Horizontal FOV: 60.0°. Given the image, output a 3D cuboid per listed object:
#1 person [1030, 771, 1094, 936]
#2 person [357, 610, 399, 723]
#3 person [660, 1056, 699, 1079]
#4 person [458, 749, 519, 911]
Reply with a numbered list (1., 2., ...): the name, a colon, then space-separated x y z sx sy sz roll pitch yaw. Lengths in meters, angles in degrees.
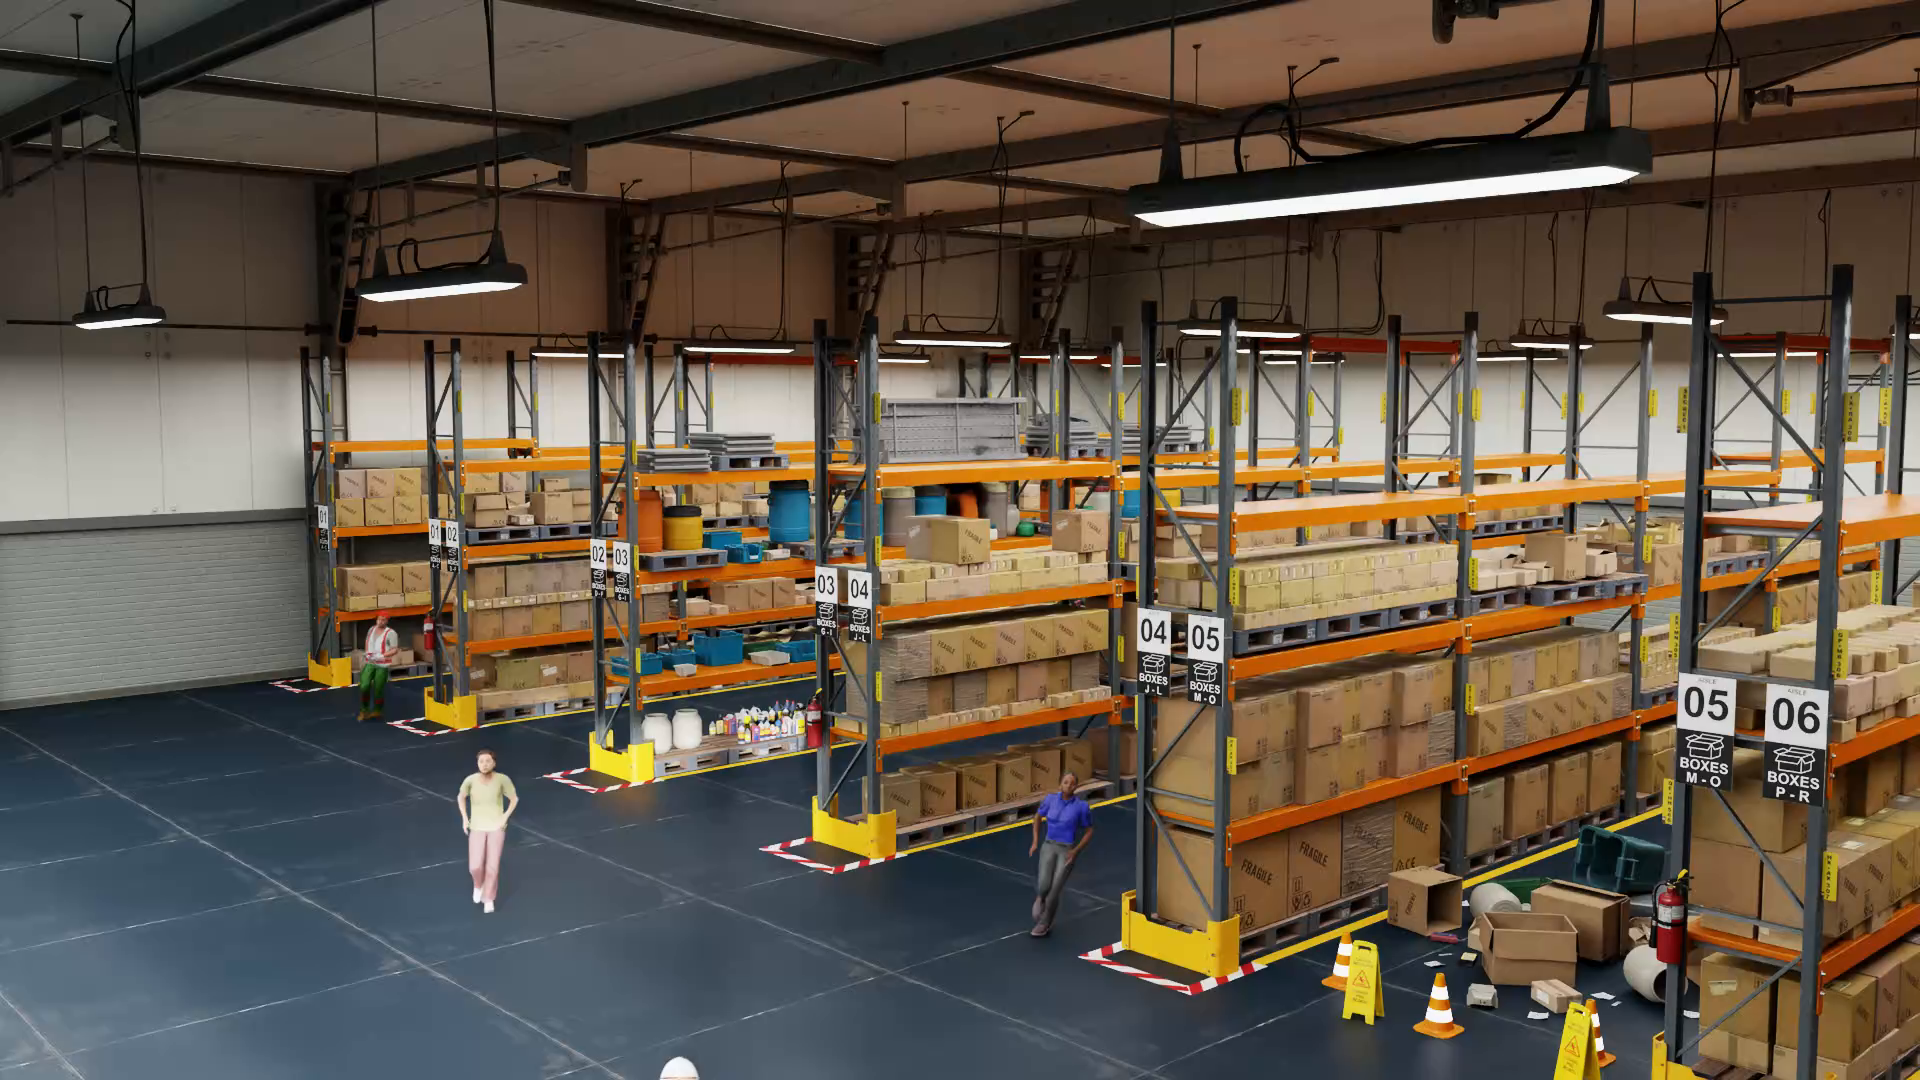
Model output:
1. person: 0.956 2.986 15.829 0.613 1.579 0.506 1 5 13
2. person: -9.169 1.989 26.201 0.686 1.781 0.651 0 5 4
3. person: -1.465 3.546 8.686 0.608 1.718 0.590 -1 5 -9
4. person: -4.708 2.892 16.603 0.592 1.638 0.533 -1 5 -13
